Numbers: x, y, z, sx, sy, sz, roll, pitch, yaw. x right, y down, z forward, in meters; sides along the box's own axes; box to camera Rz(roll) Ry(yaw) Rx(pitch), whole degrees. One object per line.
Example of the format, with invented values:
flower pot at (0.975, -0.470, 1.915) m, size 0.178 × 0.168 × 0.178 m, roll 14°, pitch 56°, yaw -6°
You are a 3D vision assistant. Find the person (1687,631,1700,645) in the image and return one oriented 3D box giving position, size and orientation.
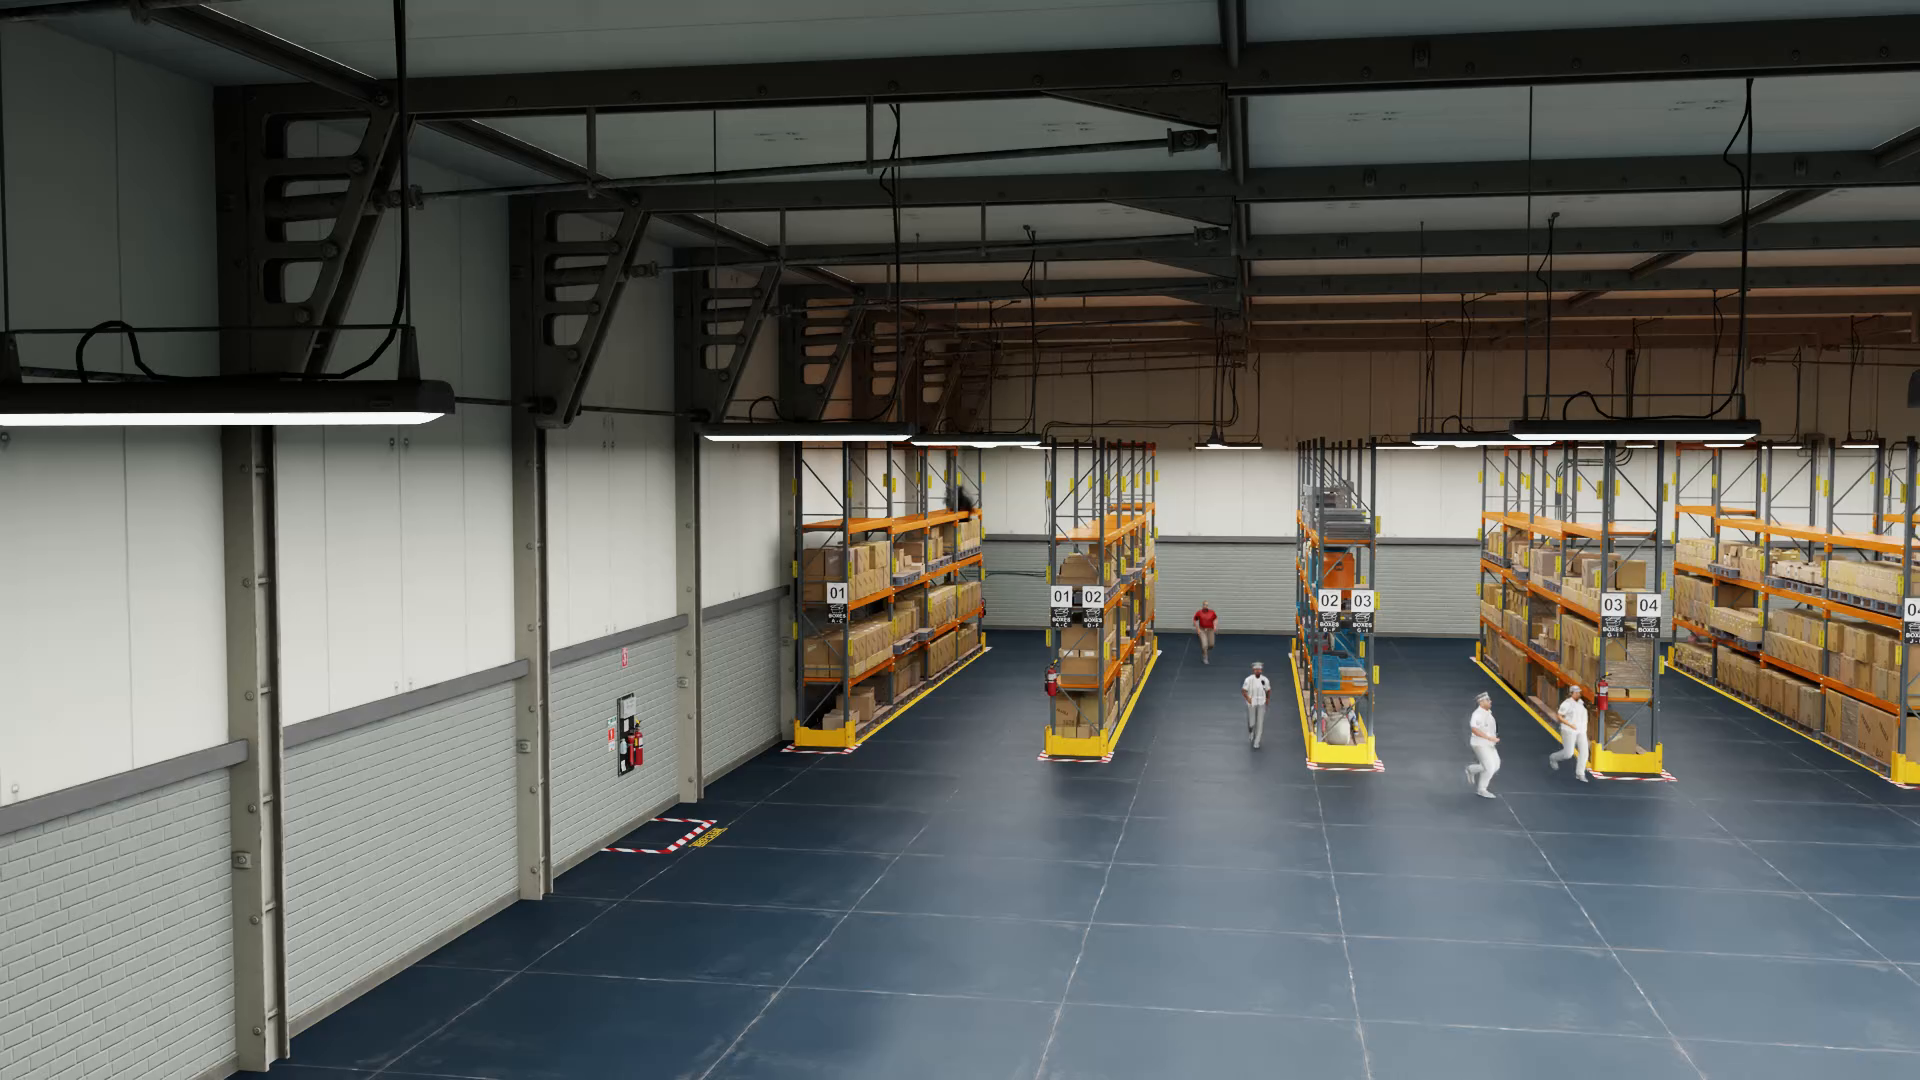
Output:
person at (20.291, 2.492, 45.780) m, size 0.585 × 1.632 × 0.605 m, roll 1°, pitch 3°, yaw 14°

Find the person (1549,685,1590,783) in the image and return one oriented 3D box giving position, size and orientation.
person at (10.750, 3.372, 29.164) m, size 0.630 × 1.659 × 0.854 m, roll -1°, pitch 3°, yaw -22°

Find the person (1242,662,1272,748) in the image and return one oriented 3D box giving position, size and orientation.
person at (5.769, 3.184, 32.297) m, size 0.564 × 1.655 × 0.548 m, roll 0°, pitch 3°, yaw 4°

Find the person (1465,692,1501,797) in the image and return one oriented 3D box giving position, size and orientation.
person at (8.713, 3.392, 27.730) m, size 0.627 × 1.752 × 0.697 m, roll 2°, pitch 4°, yaw 34°

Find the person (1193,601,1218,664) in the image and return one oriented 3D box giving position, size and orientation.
person at (6.677, 2.505, 45.080) m, size 0.692 × 1.693 × 0.507 m, roll 0°, pitch 3°, yaw -6°
